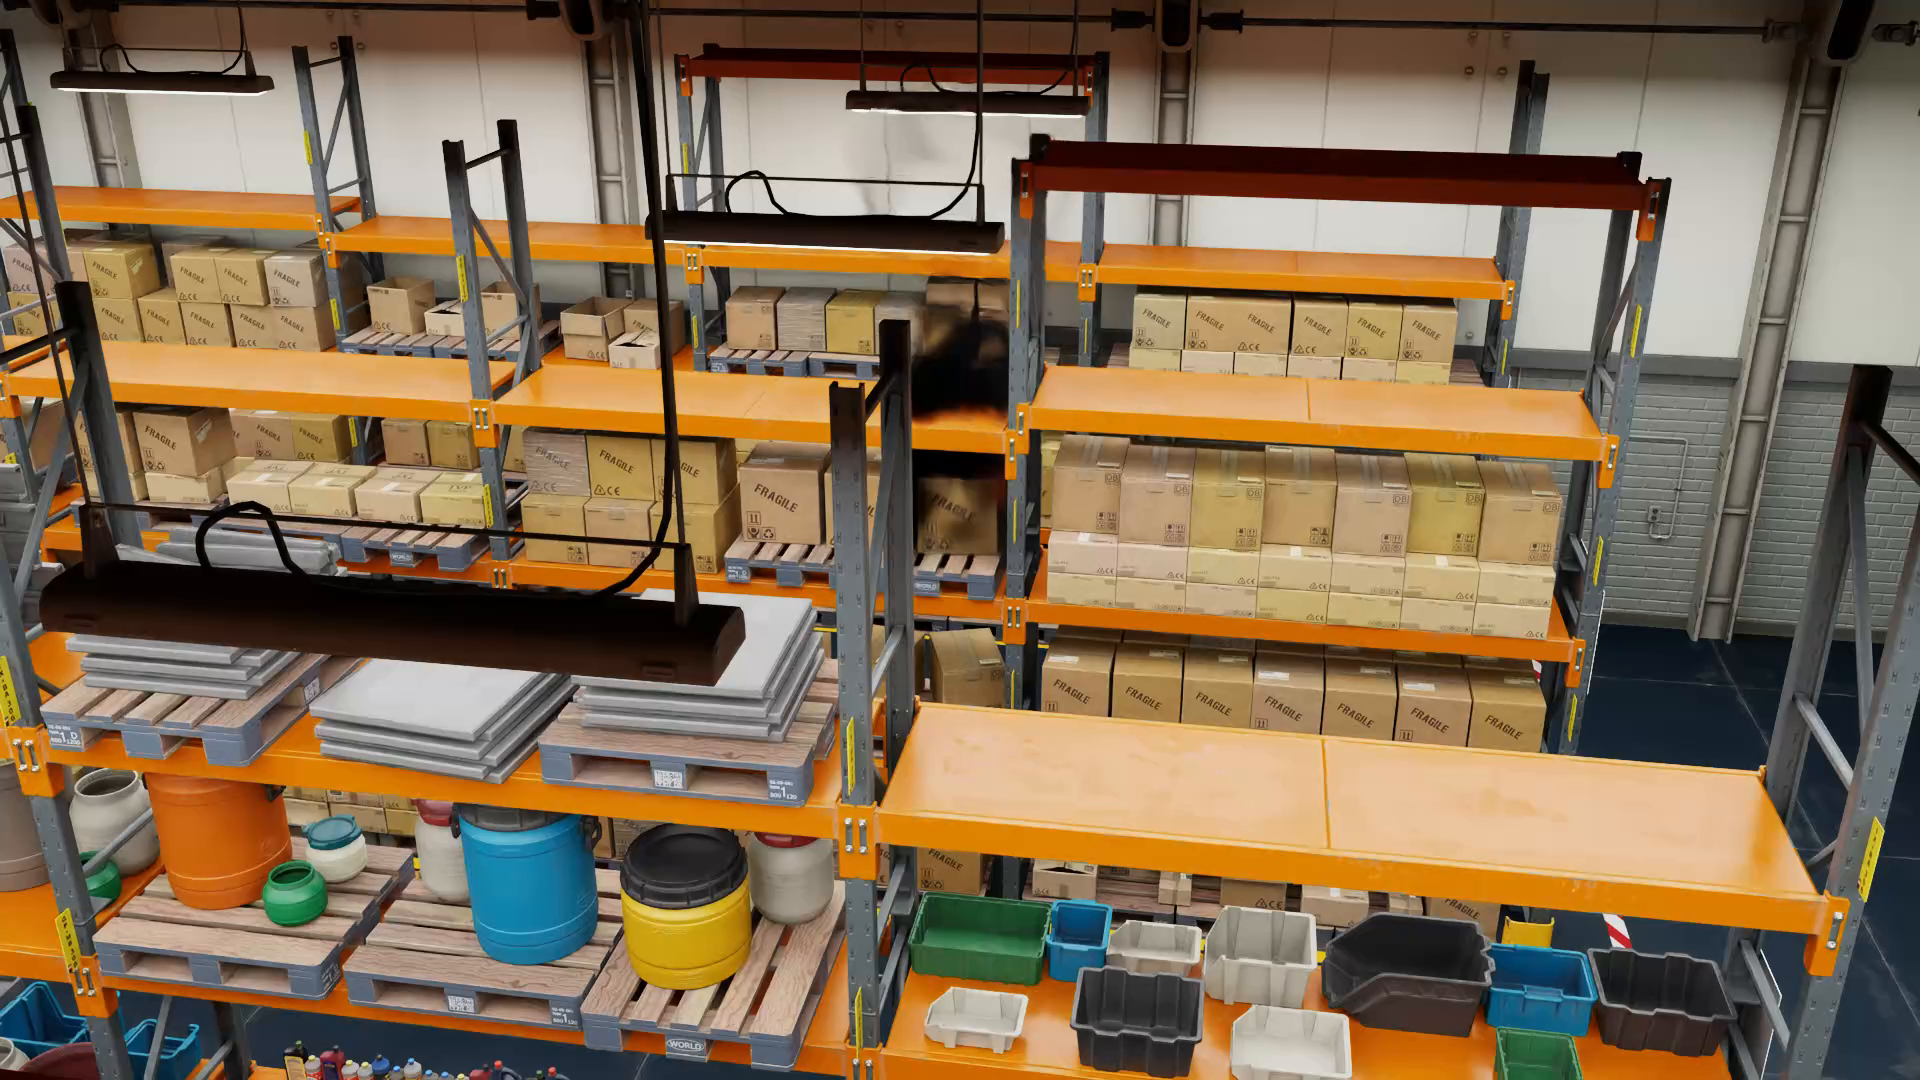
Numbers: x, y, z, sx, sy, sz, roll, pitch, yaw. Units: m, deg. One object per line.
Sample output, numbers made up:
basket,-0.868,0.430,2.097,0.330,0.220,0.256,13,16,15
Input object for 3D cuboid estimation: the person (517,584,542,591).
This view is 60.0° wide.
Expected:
person,-4.166,1.028,15.687,0.633,1.733,0.698,2,23,5
